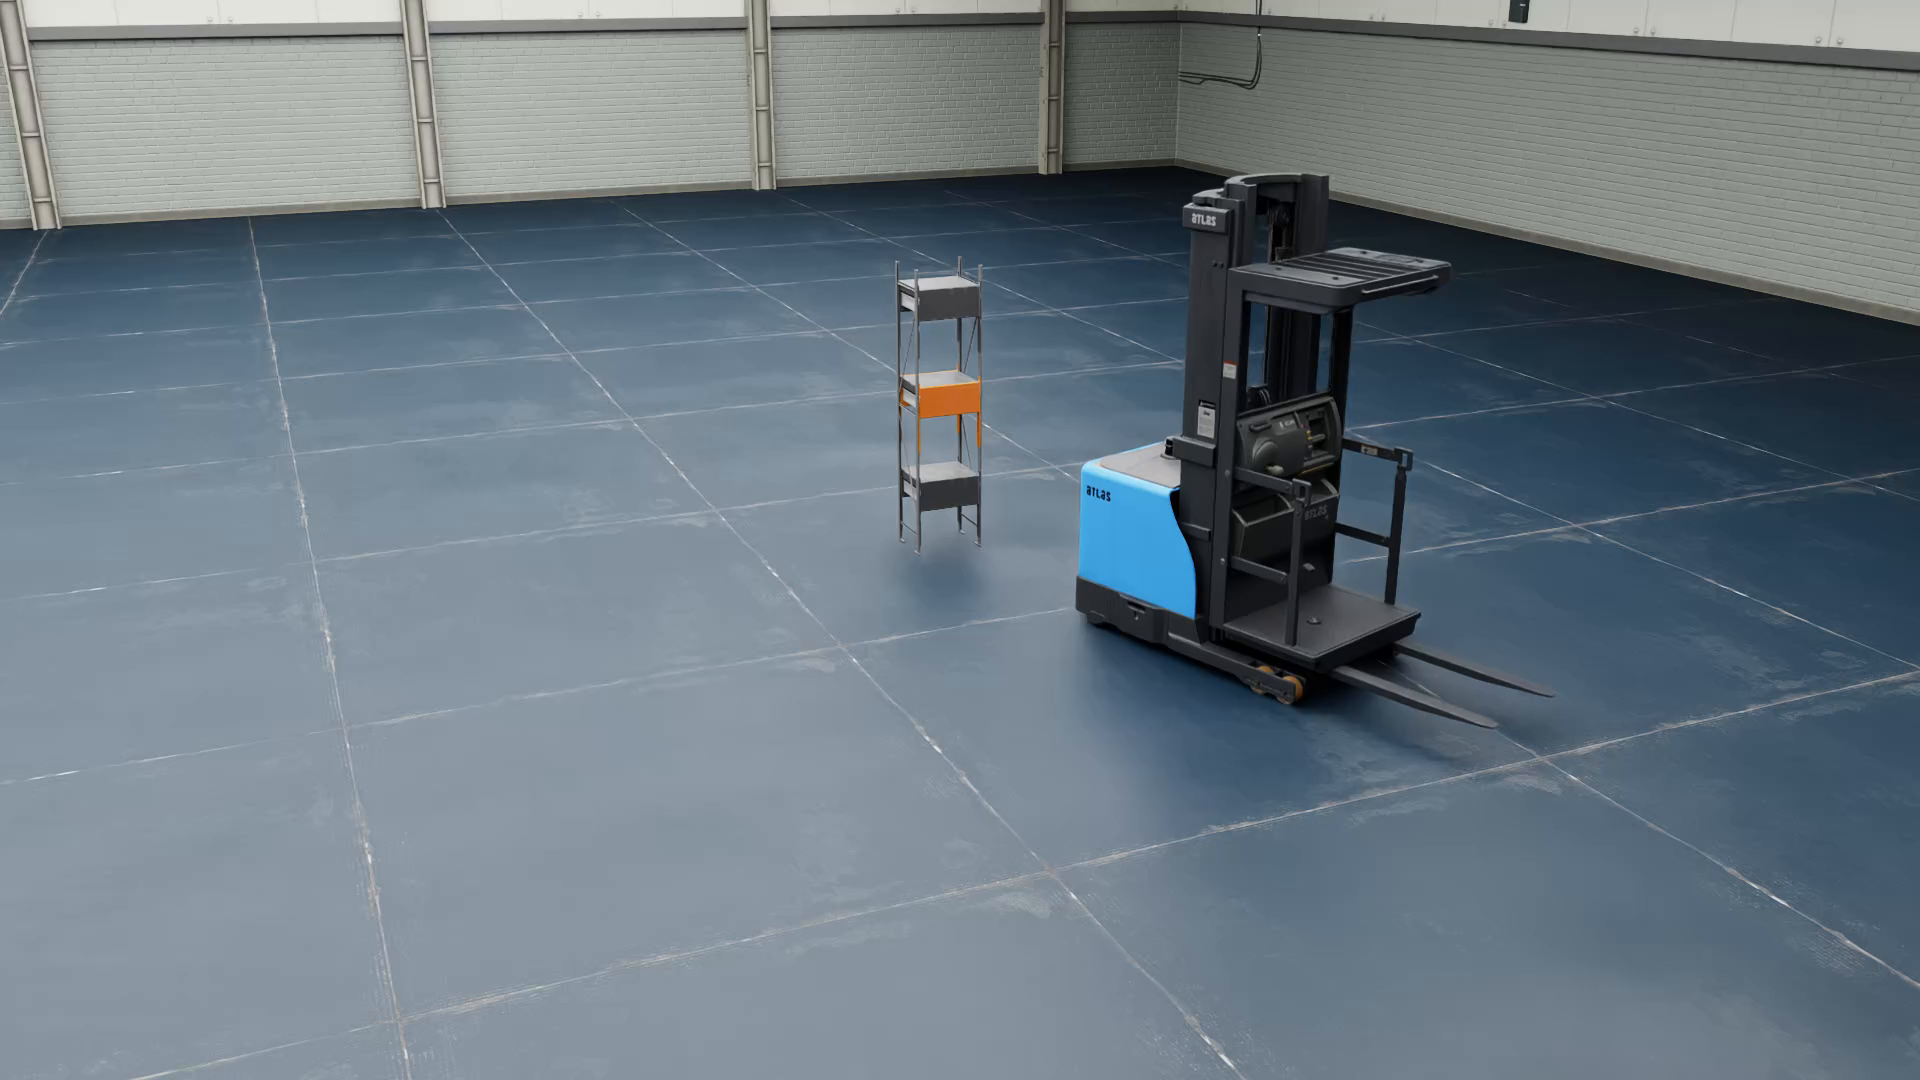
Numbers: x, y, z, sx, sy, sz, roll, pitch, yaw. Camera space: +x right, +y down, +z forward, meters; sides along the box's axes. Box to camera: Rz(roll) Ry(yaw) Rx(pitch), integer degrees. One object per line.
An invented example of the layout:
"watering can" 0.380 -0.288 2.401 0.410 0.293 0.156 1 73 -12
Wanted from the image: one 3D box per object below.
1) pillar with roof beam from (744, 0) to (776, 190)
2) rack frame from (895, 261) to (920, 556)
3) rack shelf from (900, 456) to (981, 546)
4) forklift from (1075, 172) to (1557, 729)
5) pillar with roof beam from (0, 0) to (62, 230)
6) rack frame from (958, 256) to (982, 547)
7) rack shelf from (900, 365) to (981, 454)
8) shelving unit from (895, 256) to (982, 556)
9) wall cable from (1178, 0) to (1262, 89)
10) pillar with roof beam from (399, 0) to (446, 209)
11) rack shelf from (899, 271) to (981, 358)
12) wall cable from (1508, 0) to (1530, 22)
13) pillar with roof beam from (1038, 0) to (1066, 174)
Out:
"pillar with roof beam" -1.986 -9.546 26.083 0.400 9.000 9.100 -8 21 -22
"rack frame" -0.376 -0.937 12.020 0.015 2.100 0.400 -8 21 -22
"rack shelf" -0.152 -0.295 12.348 0.480 0.518 0.431 -8 21 -22
"forklift" 2.120 -0.606 9.830 1.130 2.935 3.031 -16 25 -39
"pillar with roof beam" -13.004 -7.967 21.599 0.400 9.000 9.100 -8 21 -22
"rack frame" 0.072 -1.001 12.203 0.015 2.100 0.400 -8 21 -22
"rack shelf" -0.152 -0.956 12.116 0.480 0.518 0.431 -8 21 -22
"shelving unit" -0.152 -0.969 12.111 0.503 2.100 0.431 -8 21 -22
"wall cable" 5.047 -10.167 32.524 0.112 2.526 3.097 -8 21 -22
"pillar with roof beam" -7.495 -8.756 23.841 0.400 9.000 9.100 -8 21 -22
"rack shelf" -0.152 -1.616 11.884 0.480 0.518 0.431 -8 21 -22
"wall cable" 8.793 -10.339 23.216 0.169 6.003 2.305 -8 21 -22
"pillar with roof beam" 3.523 -10.335 28.325 0.400 9.000 9.100 -8 21 -22
